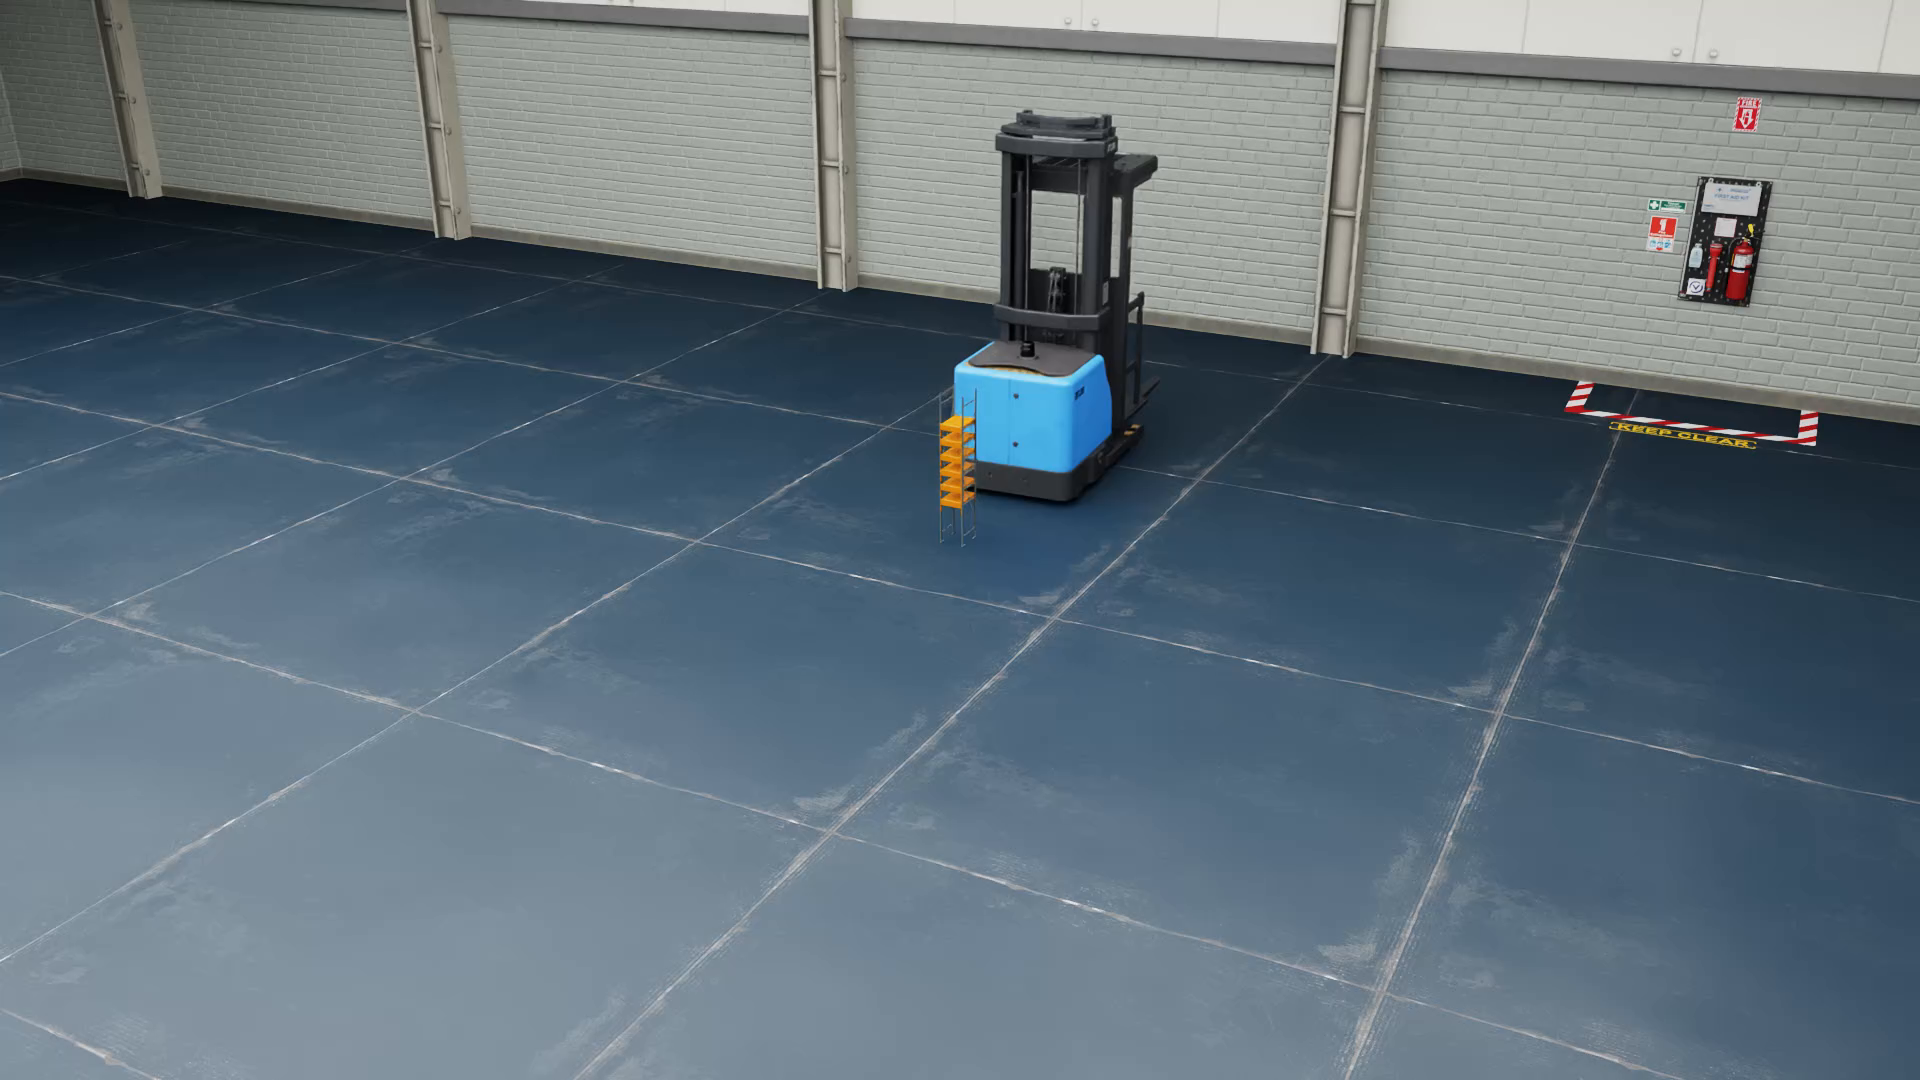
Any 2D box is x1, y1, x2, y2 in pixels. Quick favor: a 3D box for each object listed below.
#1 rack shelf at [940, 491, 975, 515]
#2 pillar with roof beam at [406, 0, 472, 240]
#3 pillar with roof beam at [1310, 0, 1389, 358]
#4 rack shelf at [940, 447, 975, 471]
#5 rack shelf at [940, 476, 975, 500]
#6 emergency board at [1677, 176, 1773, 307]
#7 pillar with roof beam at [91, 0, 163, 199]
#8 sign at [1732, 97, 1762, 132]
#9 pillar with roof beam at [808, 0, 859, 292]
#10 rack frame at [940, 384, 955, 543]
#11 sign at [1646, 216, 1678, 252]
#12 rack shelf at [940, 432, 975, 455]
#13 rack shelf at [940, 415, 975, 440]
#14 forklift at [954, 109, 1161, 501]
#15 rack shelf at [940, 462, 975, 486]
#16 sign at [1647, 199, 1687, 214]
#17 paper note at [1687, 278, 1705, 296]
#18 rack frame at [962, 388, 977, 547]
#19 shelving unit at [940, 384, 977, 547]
[{"bbox_3d":[-0.013,-0.293,12.659,0.180,0.103,0.258,11,25,25],"label":"rack shelf"},{"bbox_3d":[-8.750,-6.723,17.085,0.400,9.000,9.100,11,25,25],"label":"pillar with roof beam"},{"bbox_3d":[1.959,-4.604,12.103,0.400,9.000,9.100,11,25,25],"label":"pillar with roof beam"},{"bbox_3d":[-0.013,-0.624,12.518,0.180,0.103,0.258,11,25,25],"label":"rack shelf"},{"bbox_3d":[-0.013,-0.403,12.612,0.180,0.103,0.258,11,25,25],"label":"rack shelf"},{"bbox_3d":[7.068,-2.737,15.378,0.643,1.169,0.194,11,25,25],"label":"emergency board"},{"bbox_3d":[-14.105,-7.782,19.576,0.400,9.000,9.100,11,25,25],"label":"pillar with roof beam"},{"bbox_3d":[7.105,-3.840,15.010,0.199,0.298,0.001,11,25,25],"label":"sign"},{"bbox_3d":[-3.396,-5.663,14.594,0.400,9.000,9.100,11,25,25],"label":"pillar with roof beam"},{"bbox_3d":[-0.095,-0.571,12.585,0.006,1.200,0.240,11,25,25],"label":"rack frame"},{"bbox_3d":[6.621,-2.887,15.686,0.234,0.329,0.001,11,25,25],"label":"sign"},{"bbox_3d":[-0.013,-0.735,12.471,0.180,0.103,0.258,11,25,25],"label":"rack shelf"},{"bbox_3d":[-0.013,-0.845,12.424,0.180,0.103,0.258,11,25,25],"label":"rack shelf"},{"bbox_3d":[0.997,-2.206,14.217,1.130,2.935,3.031,10,25,22],"label":"forklift"},{"bbox_3d":[-0.013,-0.514,12.565,0.180,0.103,0.258,11,25,25],"label":"rack shelf"},{"bbox_3d":[6.621,-3.127,15.573,0.331,0.109,0.001,11,25,25],"label":"sign"},{"bbox_3d":[6.941,-2.387,15.681,0.142,0.148,0.016,11,25,25],"label":"paper note"},{"bbox_3d":[0.069,-0.539,12.509,0.006,1.200,0.240,11,25,25],"label":"rack frame"},{"bbox_3d":[-0.013,-0.555,12.547,0.189,1.200,0.258,11,25,25],"label":"shelving unit"}]
